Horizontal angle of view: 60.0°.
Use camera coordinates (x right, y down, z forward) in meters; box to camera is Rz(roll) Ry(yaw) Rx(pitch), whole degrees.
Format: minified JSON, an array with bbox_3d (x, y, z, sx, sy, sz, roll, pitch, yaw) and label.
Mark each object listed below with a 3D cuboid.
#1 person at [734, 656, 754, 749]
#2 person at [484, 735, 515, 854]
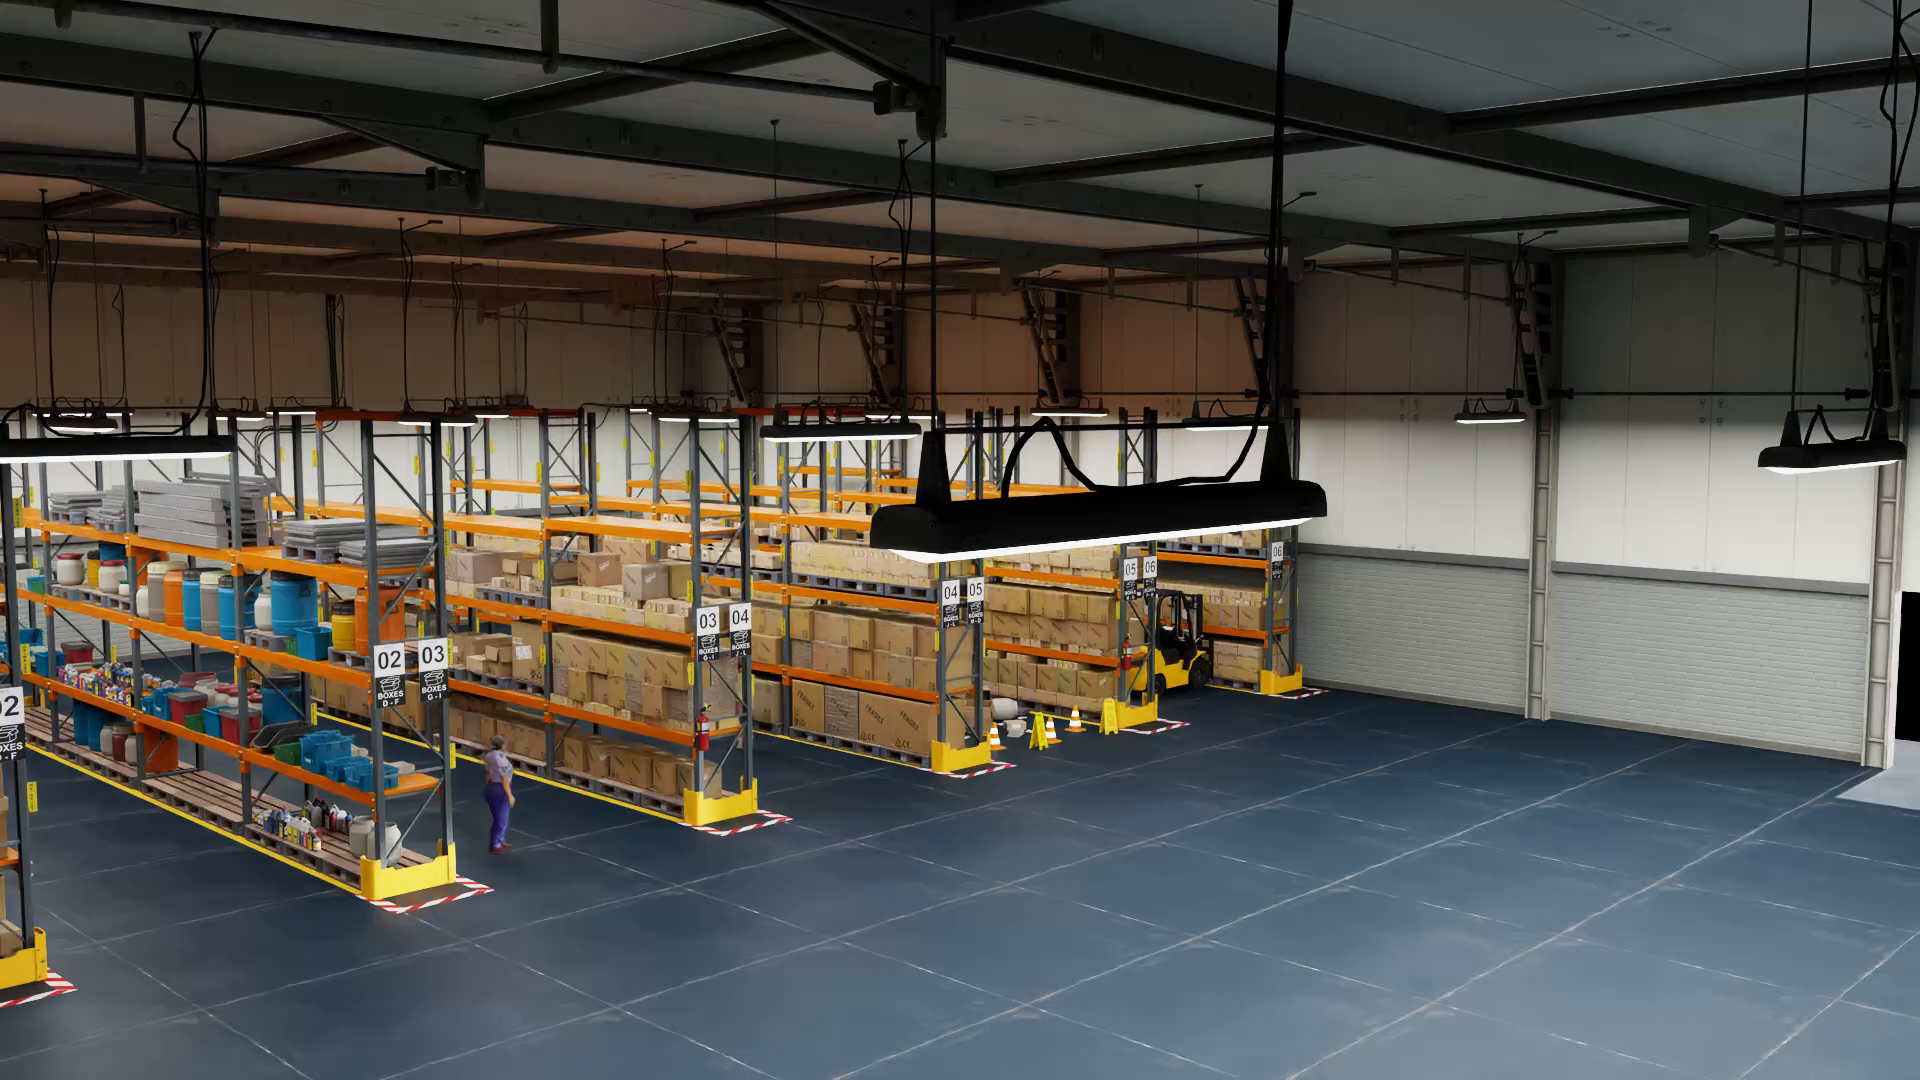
[{"bbox_3d":[-3.861,2.882,29.439,0.446,1.659,0.523,-1,5,-12],"label":"person"},{"bbox_3d":[-6.352,3.498,22.915,0.396,1.647,0.556,-2,5,-20],"label":"person"}]
